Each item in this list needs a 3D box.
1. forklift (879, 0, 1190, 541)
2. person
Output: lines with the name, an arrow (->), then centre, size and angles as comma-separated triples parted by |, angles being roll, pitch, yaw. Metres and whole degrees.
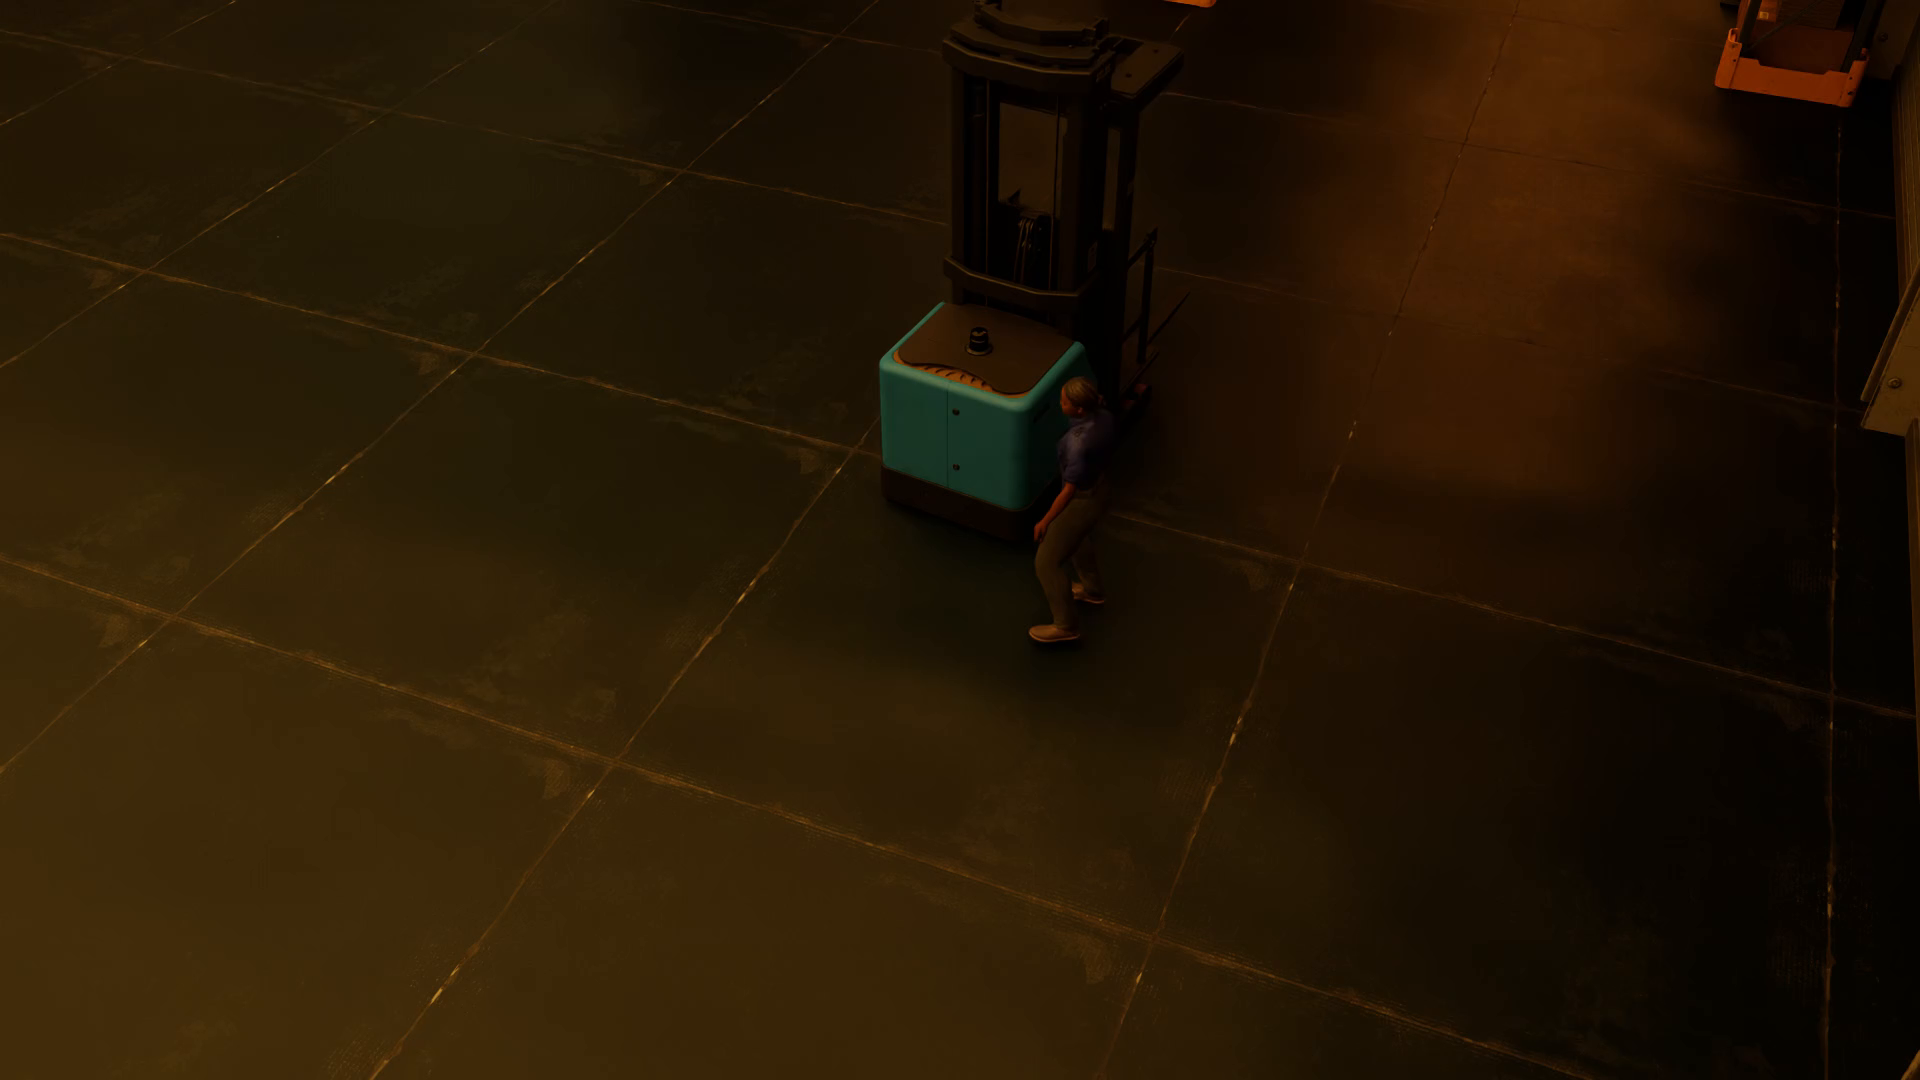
forklift -> 0.654, -2.047, 10.452 | 1.130, 2.935, 3.031 | 20, 44, 22
person -> 0.646, -0.216, 9.242 | 0.345, 1.602, 0.715 | 18, 43, 21
